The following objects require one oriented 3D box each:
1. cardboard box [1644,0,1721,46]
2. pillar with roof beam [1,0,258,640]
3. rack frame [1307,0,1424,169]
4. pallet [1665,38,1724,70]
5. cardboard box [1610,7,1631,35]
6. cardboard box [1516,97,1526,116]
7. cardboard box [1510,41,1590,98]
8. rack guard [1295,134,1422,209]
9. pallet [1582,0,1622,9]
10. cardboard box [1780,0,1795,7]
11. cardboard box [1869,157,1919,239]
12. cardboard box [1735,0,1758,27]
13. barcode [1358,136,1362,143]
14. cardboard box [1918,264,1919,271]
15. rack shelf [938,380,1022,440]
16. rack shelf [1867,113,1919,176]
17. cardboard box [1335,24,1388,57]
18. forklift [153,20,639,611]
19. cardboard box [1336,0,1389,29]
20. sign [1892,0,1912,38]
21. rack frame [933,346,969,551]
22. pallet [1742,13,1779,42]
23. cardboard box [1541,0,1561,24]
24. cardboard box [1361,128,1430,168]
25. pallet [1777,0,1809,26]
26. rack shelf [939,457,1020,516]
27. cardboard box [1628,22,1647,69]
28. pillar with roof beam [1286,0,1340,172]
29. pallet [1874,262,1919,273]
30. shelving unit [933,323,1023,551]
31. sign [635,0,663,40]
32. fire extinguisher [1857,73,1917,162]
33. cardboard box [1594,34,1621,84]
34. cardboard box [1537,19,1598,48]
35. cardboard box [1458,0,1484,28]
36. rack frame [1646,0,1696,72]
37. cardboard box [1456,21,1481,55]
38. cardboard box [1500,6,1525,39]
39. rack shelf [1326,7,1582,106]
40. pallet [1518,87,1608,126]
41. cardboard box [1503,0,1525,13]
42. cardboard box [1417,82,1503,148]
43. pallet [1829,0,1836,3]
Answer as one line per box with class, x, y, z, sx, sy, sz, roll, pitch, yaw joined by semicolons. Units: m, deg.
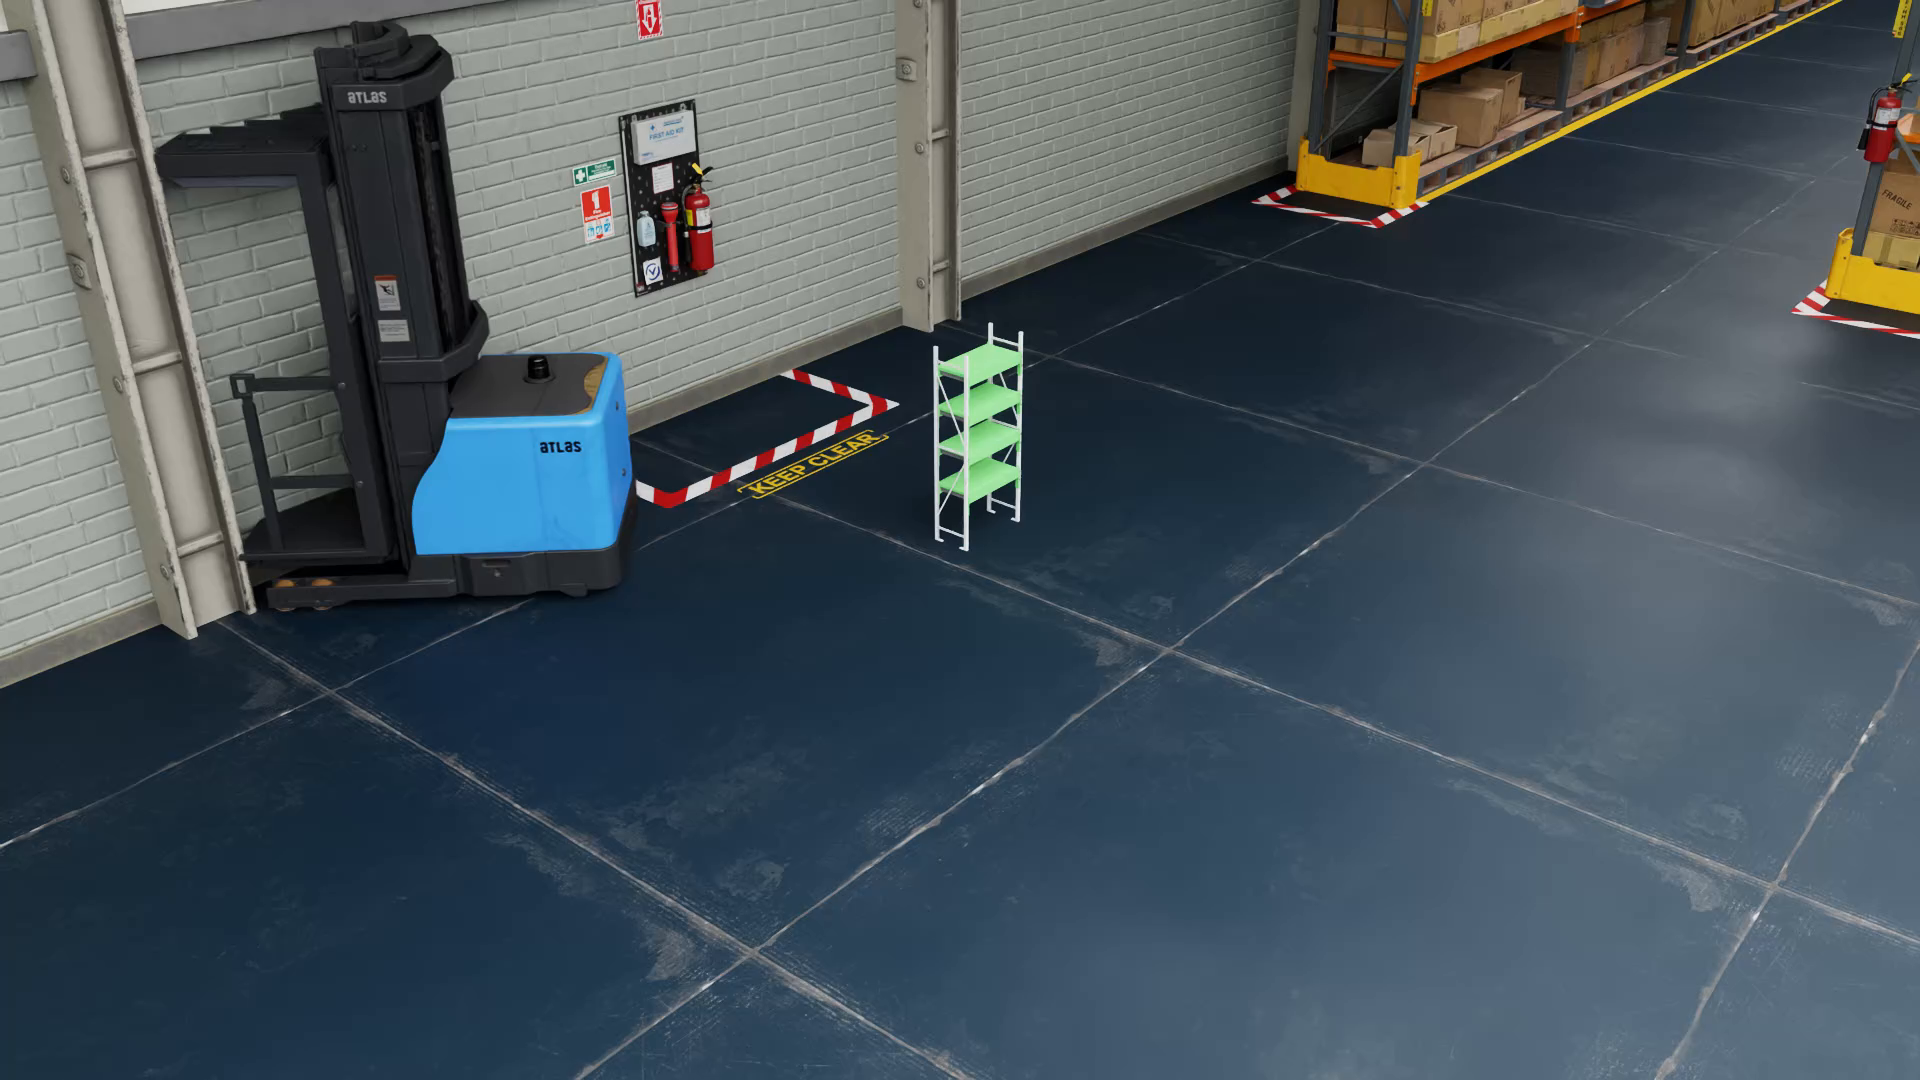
cardboard box;9.466;-6.967;21.835;0.750;0.750;0.750;20;34;34
pillar with roof beam;-0.725;-2.329;4.458;9.100;9.000;0.400;21;34;34
rack frame;3.809;-4.676;15.524;1.000;3.000;0.127;21;34;34
pallet;9.457;-6.531;22.146;1.003;0.211;1.213;21;34;34
cardboard box;7.745;-6.293;20.075;0.500;0.250;0.500;21;34;34
cardboard box;6.036;-4.833;18.432;0.380;0.166;0.250;16;31;28
cardboard box;6.808;-5.445;19.253;0.700;0.500;0.500;22;35;36
rack guard;3.857;-3.593;16.151;1.175;0.500;0.348;21;34;34
pallet;6.951;-6.238;18.752;1.003;0.211;1.213;21;34;34
cardboard box;11.996;-8.242;24.681;0.700;0.500;0.500;21;34;35
cardboard box;7.745;-2.805;13.627;0.500;0.500;0.500;21;34;34
cardboard box;10.565;-7.578;23.016;0.750;0.750;0.750;22;35;36
barcode;4.021;-4.024;16.701;0.001;0.075;0.075;21;34;34
cardboard box;8.146;-2.320;13.506;0.500;0.250;0.500;21;34;34
rack shelf;0.105;-0.748;9.507;0.258;0.148;0.480;21;34;34
rack shelf;8.906;-3.619;14.264;1.077;0.370;4.000;21;34;34
cardboard box;3.956;-4.841;15.984;0.500;0.250;0.500;21;34;35
forklift;-3.401;-1.167;8.815;3.031;2.935;1.130;-2;27;-3
cardboard box;3.944;-5.181;15.825;0.500;0.500;0.500;20;34;34
sign;7.224;-4.013;12.724;0.100;0.325;0.005;21;34;34
rack frame;-0.050;-0.505;9.421;0.240;1.200;0.015;21;34;34
pallet;11.009;-7.397;23.818;1.003;0.211;1.213;21;34;34
cardboard box;5.962;-5.606;17.463;0.500;0.250;0.500;21;34;35
cardboard box;4.318;-3.896;16.465;0.500;0.311;0.500;17;32;29
pallet;11.985;-7.939;24.866;1.003;0.211;1.213;21;34;34
rack shelf;0.105;-0.322;9.727;0.258;0.148;0.480;21;34;34
cardboard box;8.062;-6.178;20.670;0.700;0.500;0.500;21;34;34
pillar with roof beam;6.908;-6.583;12.682;9.100;9.000;0.400;21;34;34
pallet;8.088;-2.275;13.917;1.003;0.211;1.213;21;34;34
shelving unit;0.105;-0.592;9.588;0.258;1.200;0.503;21;34;34
sign;-1.913;-3.241;10.227;0.001;0.298;0.199;21;34;34
fire extinguisher;7.200;-3.289;12.928;0.296;0.674;0.183;21;34;34
cardboard box;7.454;-5.812;19.962;0.700;0.500;0.500;21;34;35
cardboard box;7.086;-5.935;19.384;0.500;0.250;0.500;20;33;33
cardboard box;4.666;-5.205;15.872;0.500;0.500;0.500;21;34;35
rack frame;8.897;-7.512;21.007;1.000;3.000;0.127;21;34;34
cardboard box;4.683;-4.887;16.073;0.500;0.250;0.500;20;33;33
cardboard box;5.335;-5.244;16.764;0.500;0.250;0.500;21;34;35
rack shelf;5.081;-5.066;17.060;1.077;0.370;4.000;21;34;34
pallet;6.847;-5.132;19.441;1.003;0.211;1.213;21;34;34
cardboard box;5.319;-5.573;16.584;0.500;0.500;0.500;22;35;36
cardboard box;5.186;-4.428;17.286;0.700;0.500;0.500;18;33;31
pallet;13.537;-8.804;26.539;1.003;0.211;1.213;21;34;34
